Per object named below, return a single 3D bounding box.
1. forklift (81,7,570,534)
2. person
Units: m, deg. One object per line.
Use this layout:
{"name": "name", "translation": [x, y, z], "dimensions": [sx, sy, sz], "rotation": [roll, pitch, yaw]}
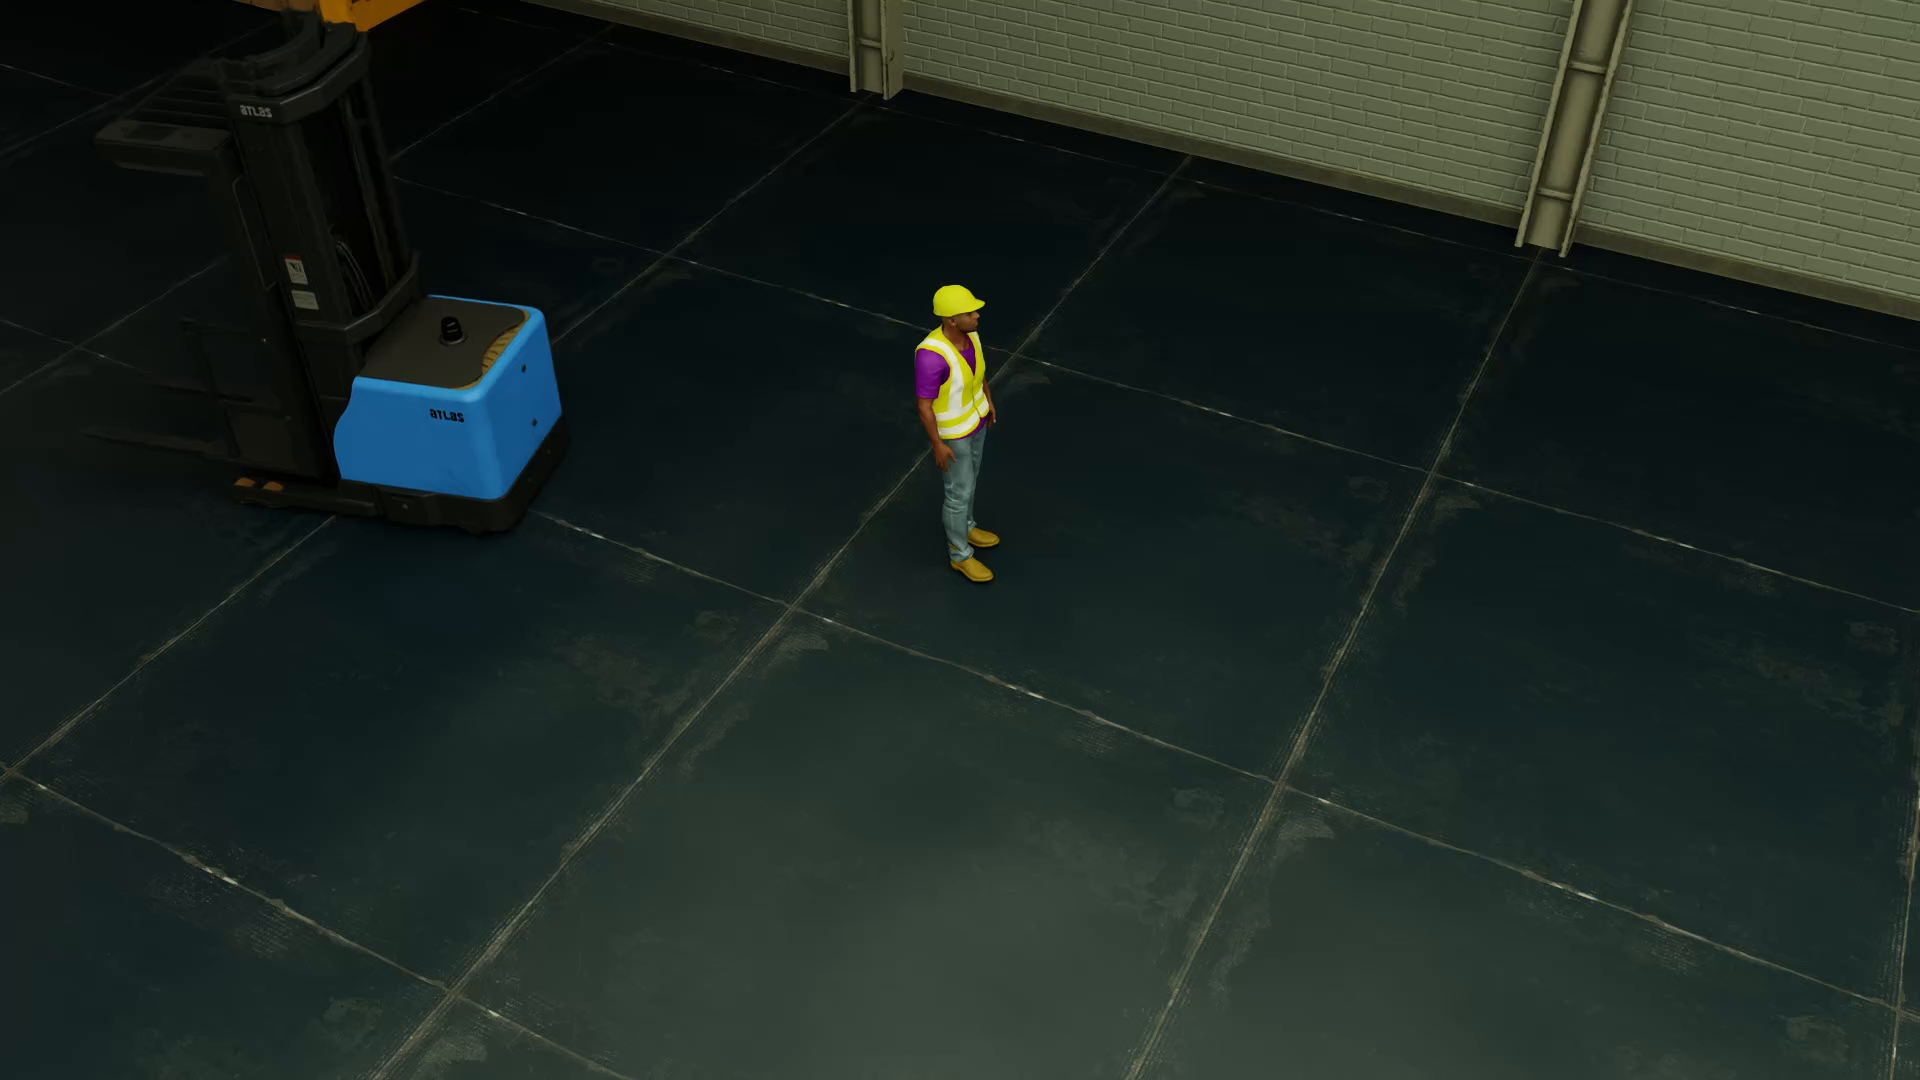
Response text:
{"name": "forklift", "translation": [-4.133, -1.645, 9.940], "dimensions": [3.031, 2.935, 1.130], "rotation": [8, 41, 10]}
{"name": "person", "translation": [0.060, -0.655, 9.661], "dimensions": [0.575, 1.762, 0.665], "rotation": [18, 43, 21]}
